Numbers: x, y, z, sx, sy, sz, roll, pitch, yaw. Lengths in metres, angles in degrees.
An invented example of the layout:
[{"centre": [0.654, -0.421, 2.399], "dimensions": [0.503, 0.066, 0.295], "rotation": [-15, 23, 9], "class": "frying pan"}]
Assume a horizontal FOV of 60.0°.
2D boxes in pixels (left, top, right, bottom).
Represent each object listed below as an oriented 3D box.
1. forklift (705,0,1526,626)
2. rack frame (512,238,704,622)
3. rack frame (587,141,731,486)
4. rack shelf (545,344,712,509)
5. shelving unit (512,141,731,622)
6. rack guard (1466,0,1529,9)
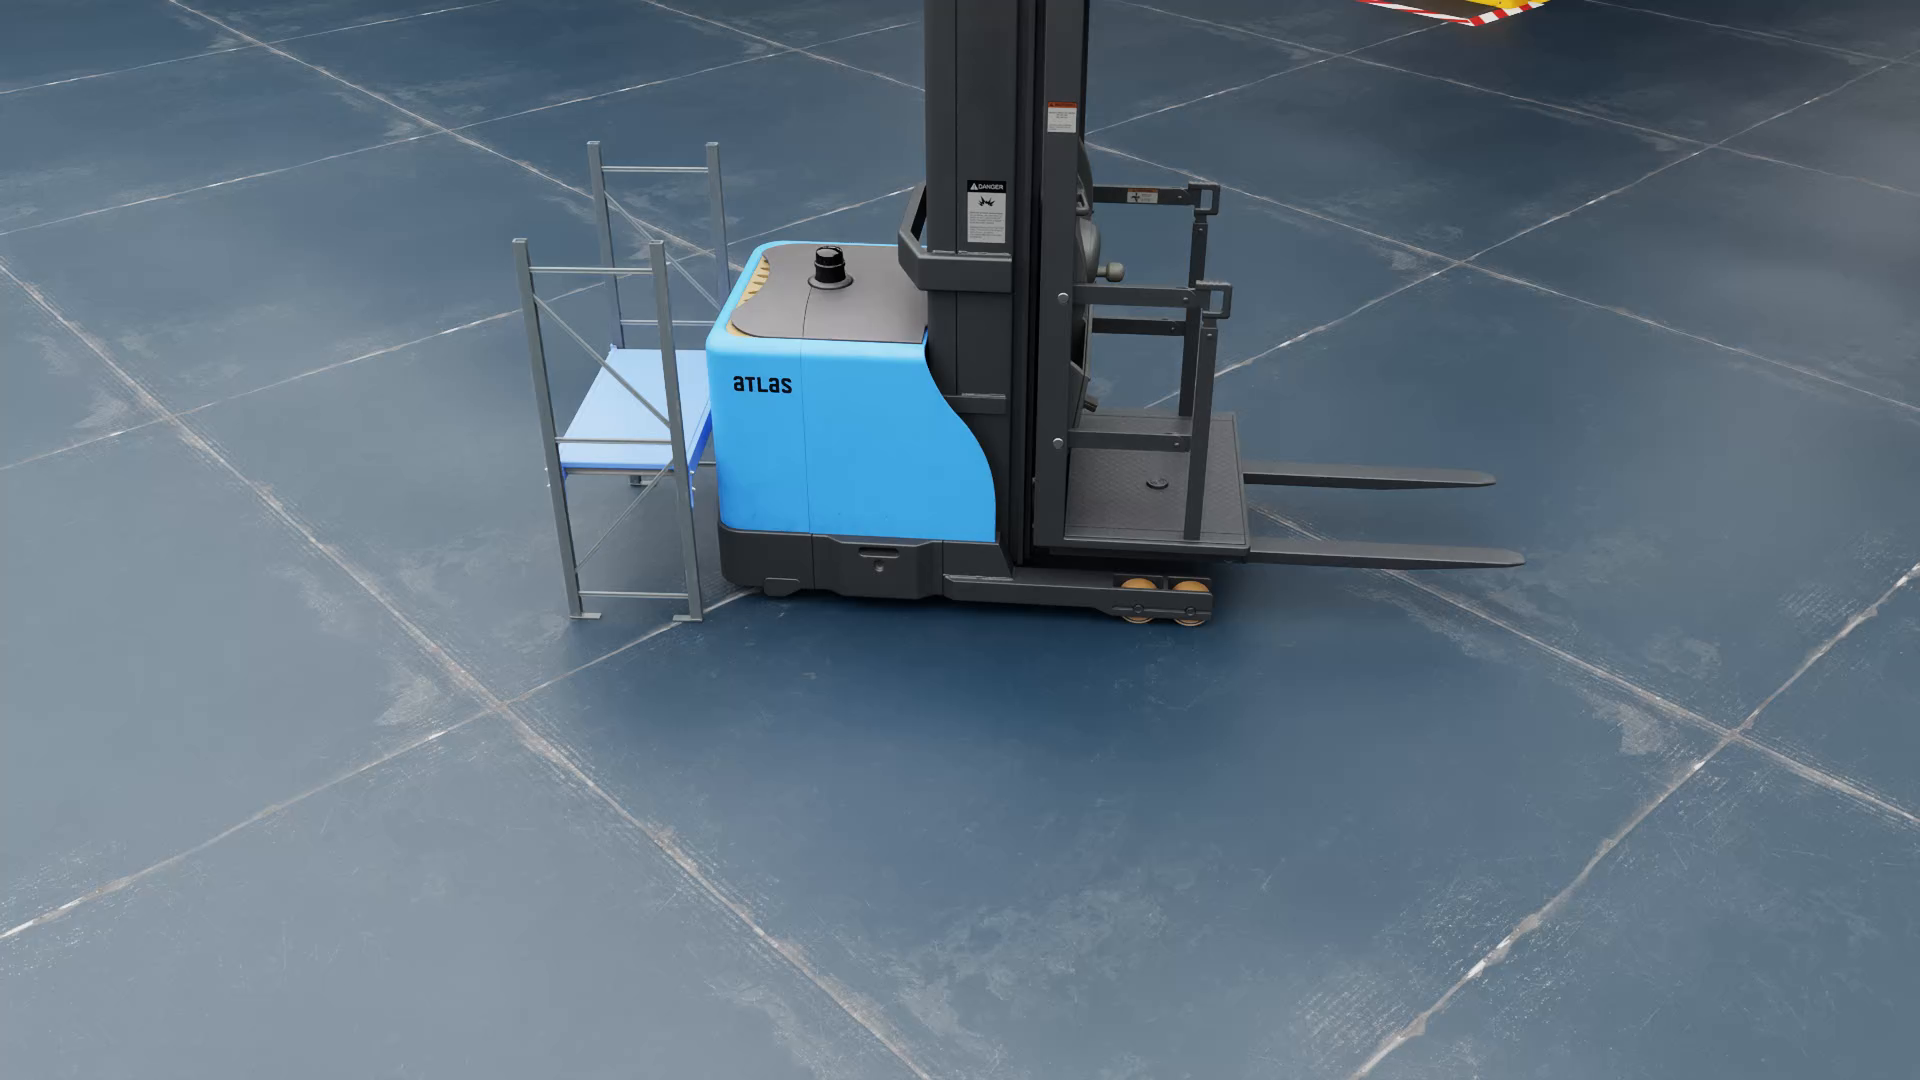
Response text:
[{"centre": [0.628, -1.220, 5.936], "dimensions": [3.031, 2.935, 1.130], "rotation": [3, 32, 5], "class": "forklift"}, {"centre": [-1.222, -0.346, 5.874], "dimensions": [0.500, 1.500, 0.032], "rotation": [1, 31, 3], "class": "rack frame"}, {"centre": [-1.169, -0.875, 6.741], "dimensions": [0.500, 1.500, 0.032], "rotation": [1, 31, 3], "class": "rack frame"}, {"centre": [-1.194, -0.457, 6.401], "dimensions": [0.538, 0.185, 1.000], "rotation": [1, 31, 3], "class": "rack shelf"}, {"centre": [-1.195, -0.611, 6.308], "dimensions": [0.538, 1.500, 1.048], "rotation": [1, 31, 3], "class": "shelving unit"}, {"centre": [4.388, -4.995, 14.440], "dimensions": [0.348, 0.500, 1.175], "rotation": [-26, 40, -35], "class": "rack guard"}]
